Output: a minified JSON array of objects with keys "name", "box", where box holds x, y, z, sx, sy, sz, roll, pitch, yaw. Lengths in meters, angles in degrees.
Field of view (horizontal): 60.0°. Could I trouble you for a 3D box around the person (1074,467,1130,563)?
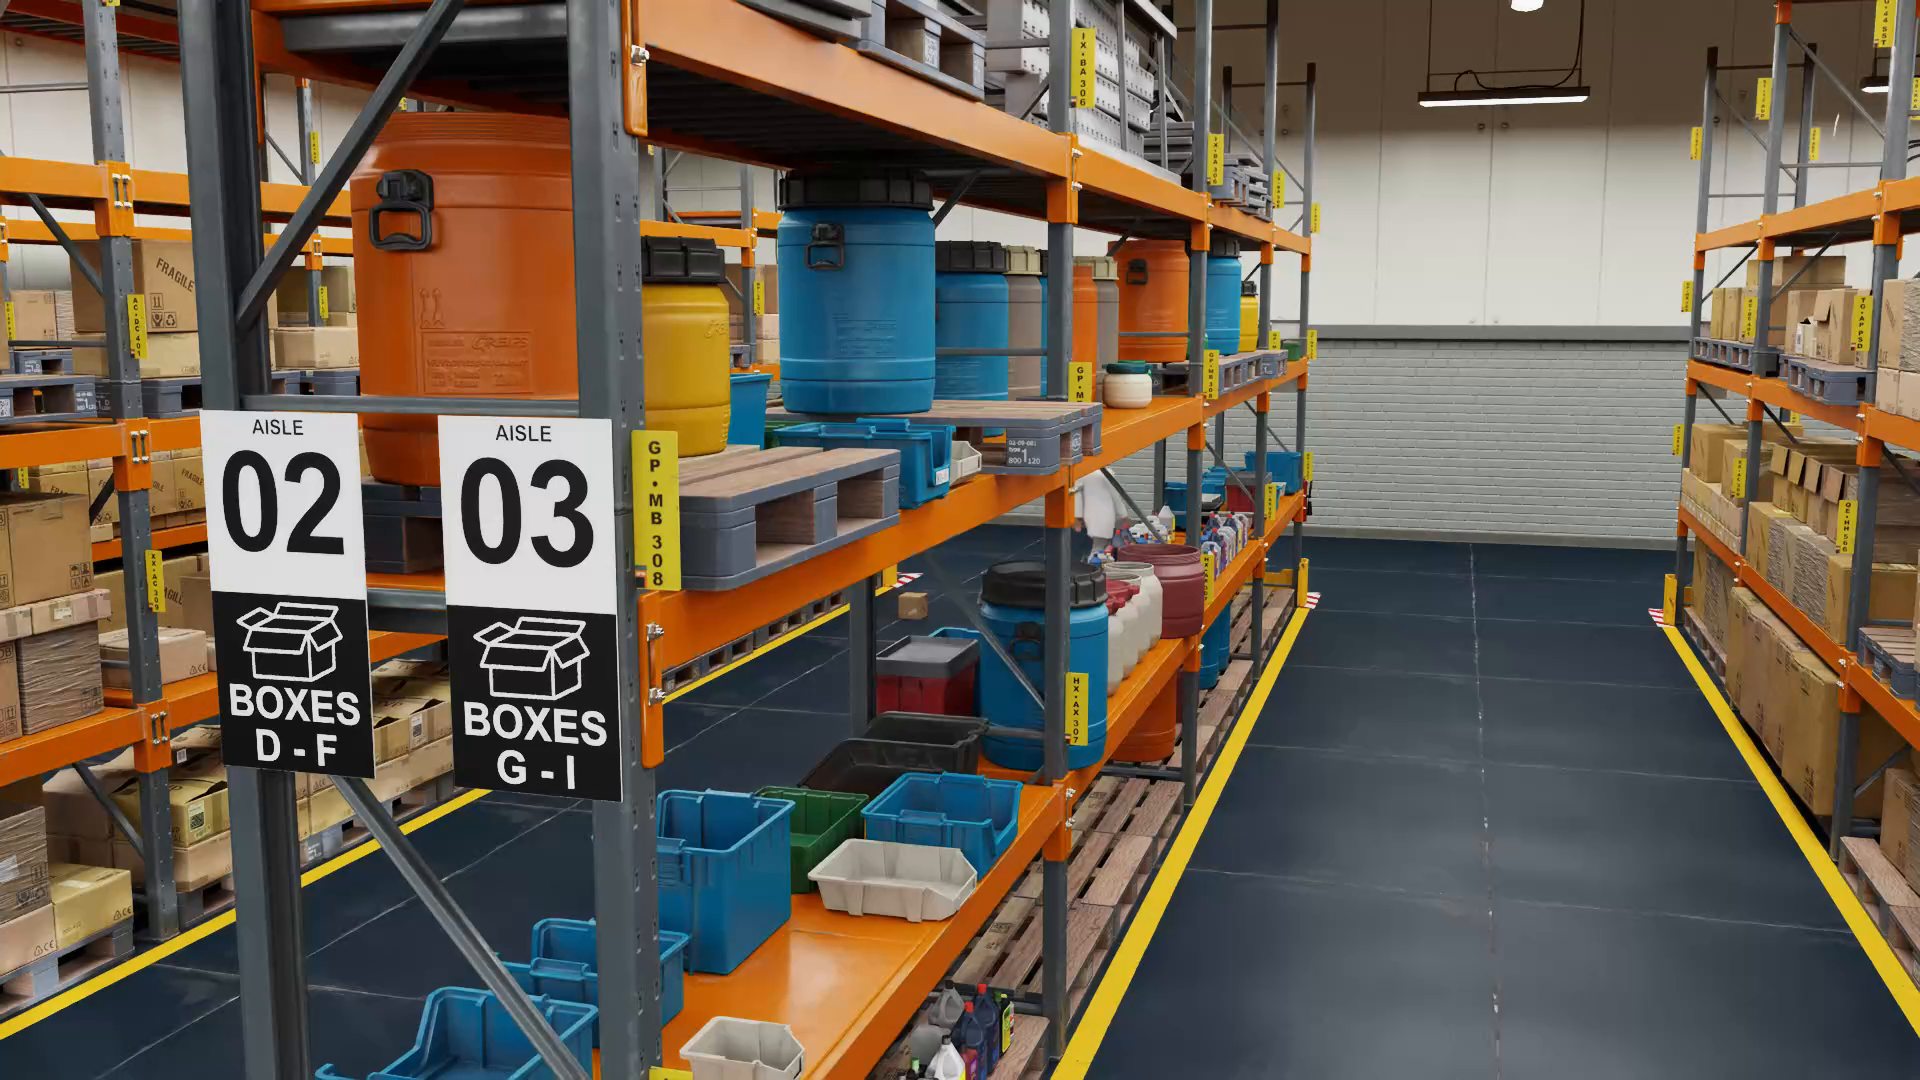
[{"name":"person","box":[1.688,-0.226,19.580,0.709,1.842,0.573,-7,11,-42]}]
